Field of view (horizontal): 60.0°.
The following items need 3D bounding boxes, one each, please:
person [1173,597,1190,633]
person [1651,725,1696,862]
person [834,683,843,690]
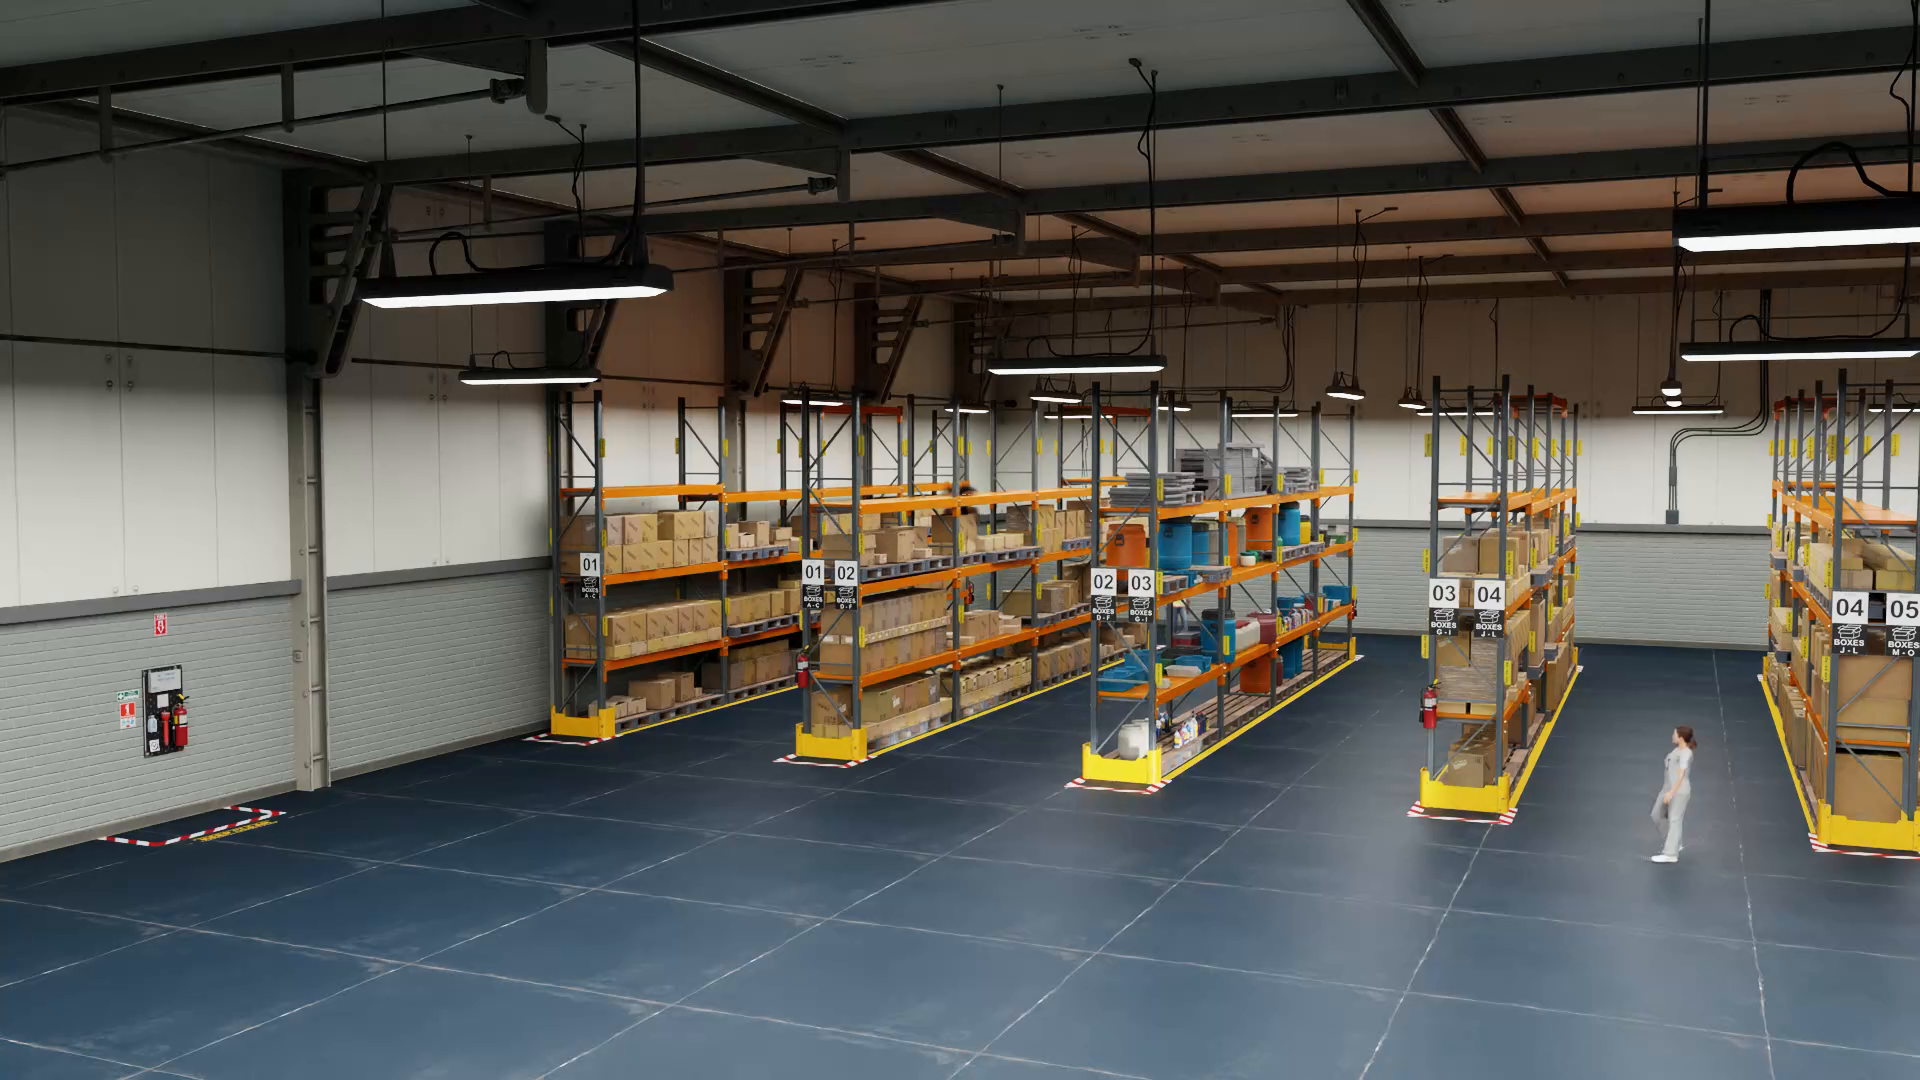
[{"bbox_3d":[5.662,1.727,42.977,0.657,1.713,0.969,0,3,-5],"label":"person"},{"bbox_3d":[8.621,3.071,20.123,0.500,1.688,0.484,0,3,-5],"label":"person"},{"bbox_3d":[-2.472,2.362,33.669,0.389,1.526,0.847,1,3,13],"label":"person"}]
